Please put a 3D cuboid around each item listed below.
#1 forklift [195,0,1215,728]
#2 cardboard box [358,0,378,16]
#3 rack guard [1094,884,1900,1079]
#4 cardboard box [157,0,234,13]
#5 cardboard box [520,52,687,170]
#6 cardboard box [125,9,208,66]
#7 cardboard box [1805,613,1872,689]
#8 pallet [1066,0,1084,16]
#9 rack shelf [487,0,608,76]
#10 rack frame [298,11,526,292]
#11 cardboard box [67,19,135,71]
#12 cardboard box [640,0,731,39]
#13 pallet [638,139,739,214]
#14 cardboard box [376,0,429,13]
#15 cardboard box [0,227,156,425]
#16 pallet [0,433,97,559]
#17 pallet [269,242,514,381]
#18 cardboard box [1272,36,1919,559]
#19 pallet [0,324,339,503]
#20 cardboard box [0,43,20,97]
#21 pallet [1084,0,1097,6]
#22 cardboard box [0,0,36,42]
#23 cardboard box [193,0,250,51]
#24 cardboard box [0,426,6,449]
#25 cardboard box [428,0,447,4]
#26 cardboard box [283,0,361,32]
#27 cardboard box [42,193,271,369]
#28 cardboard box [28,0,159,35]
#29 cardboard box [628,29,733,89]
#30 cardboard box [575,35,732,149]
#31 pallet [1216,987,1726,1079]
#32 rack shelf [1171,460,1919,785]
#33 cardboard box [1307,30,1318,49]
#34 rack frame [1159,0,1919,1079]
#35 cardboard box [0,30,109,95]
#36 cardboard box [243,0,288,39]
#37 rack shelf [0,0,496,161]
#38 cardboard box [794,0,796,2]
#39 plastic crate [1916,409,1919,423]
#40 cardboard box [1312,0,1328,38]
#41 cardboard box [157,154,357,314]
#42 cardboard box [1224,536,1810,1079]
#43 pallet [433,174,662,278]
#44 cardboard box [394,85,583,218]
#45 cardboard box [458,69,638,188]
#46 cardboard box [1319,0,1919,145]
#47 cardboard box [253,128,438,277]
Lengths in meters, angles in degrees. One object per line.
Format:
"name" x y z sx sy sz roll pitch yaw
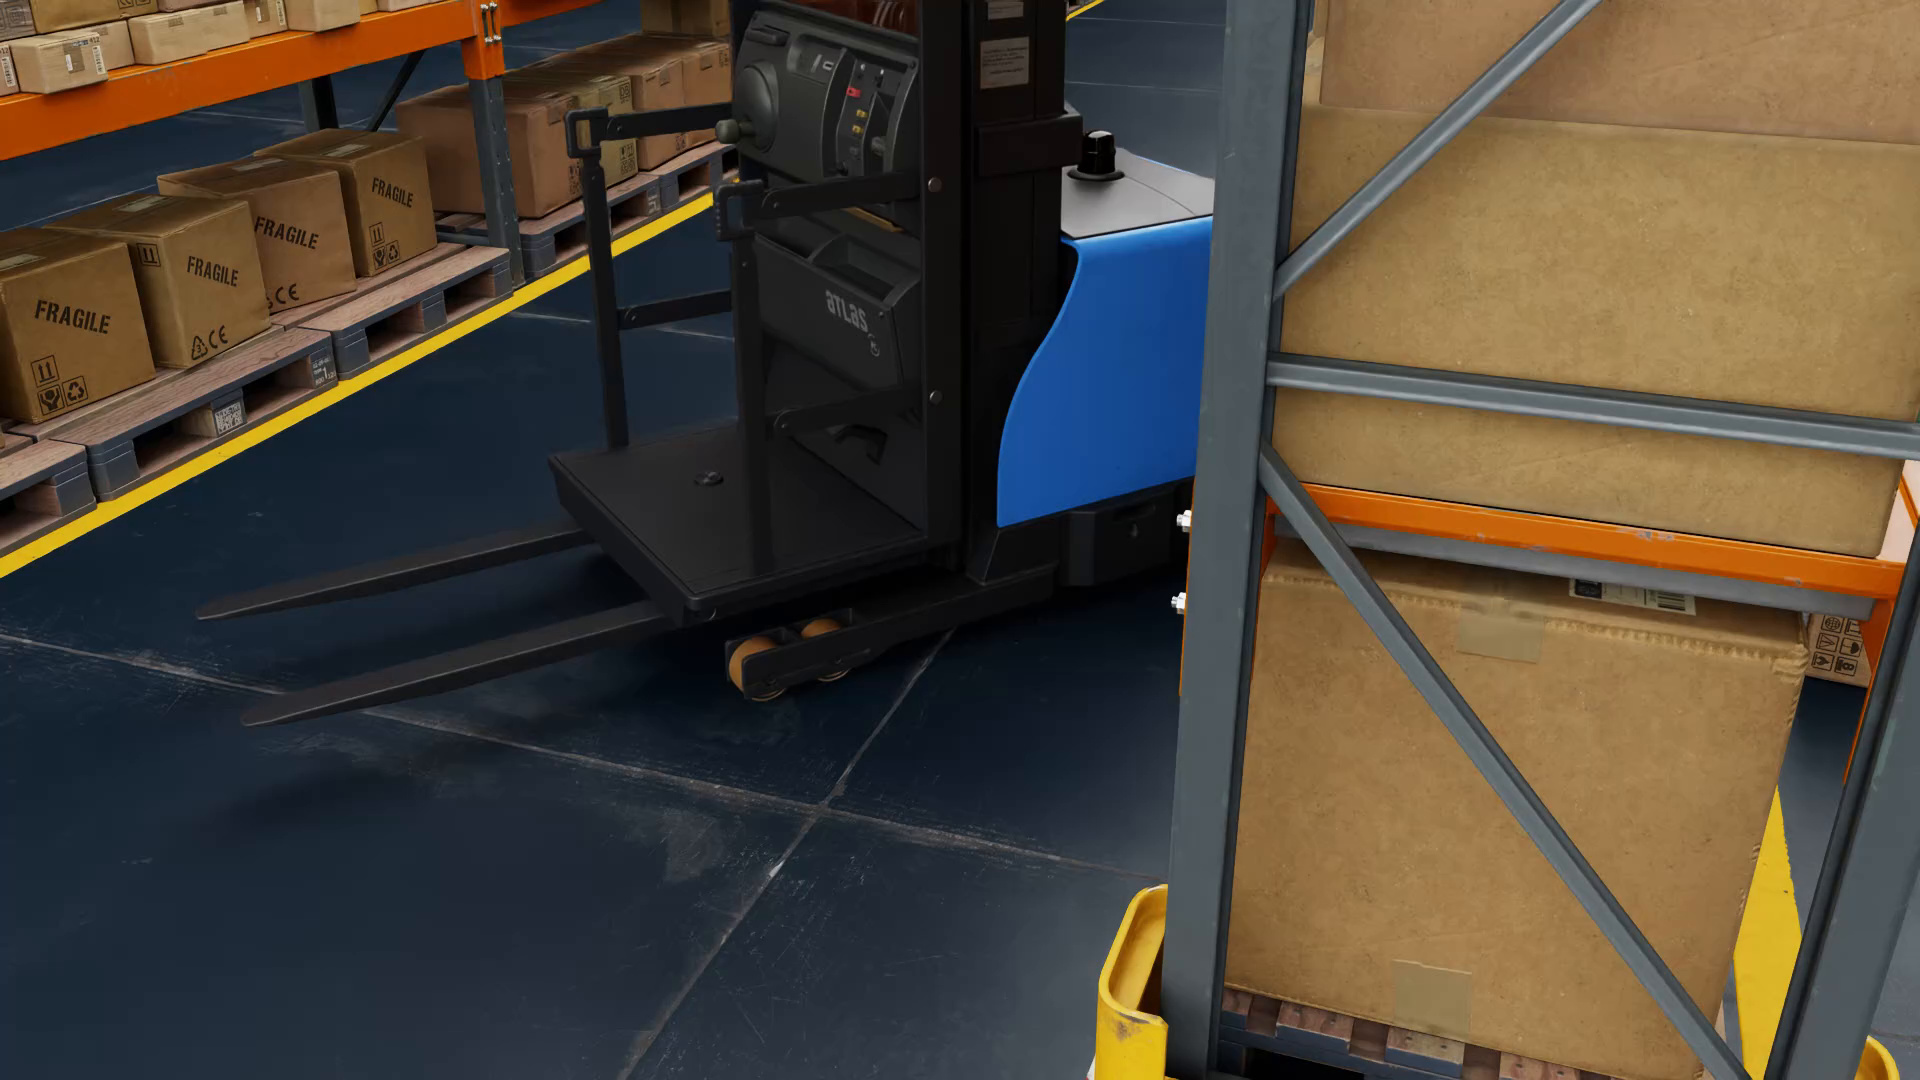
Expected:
"forklift" -0.544 -1.158 4.278 3.031 2.935 1.130 -15 30 -28
"cardboard box" -2.520 -2.133 6.502 0.380 0.149 0.250 9 27 17
"rack guard" 0.810 0.967 2.679 1.175 0.500 0.348 9 27 17
"cardboard box" -2.973 -2.155 5.803 0.875 0.500 0.500 9 27 17
"cardboard box" -1.907 -2.318 8.959 0.700 0.500 0.500 6 27 13
"cardboard box" -2.801 -1.714 5.637 0.380 0.149 0.250 9 27 17
"cardboard box" 2.601 0.099 4.469 0.500 0.500 0.500 14 29 26
"pallet" 0.495 -4.906 15.141 1.003 0.211 1.213 9 27 17
"rack shelf" -1.829 -3.071 8.975 1.077 0.370 4.000 9 27 17
"rack frame" -2.494 -2.573 7.121 1.000 3.000 0.127 9 27 17
"cardboard box" -2.957 -1.623 5.447 0.380 0.149 0.250 9 27 17
"cardboard box" -1.525 -3.128 9.771 0.500 0.250 0.500 12 28 23
"pallet" -1.832 -2.141 9.429 1.003 0.211 1.213 9 27 17
"cardboard box" -2.381 -2.227 6.696 0.380 0.149 0.250 9 27 17
"cardboard box" -3.209 -0.752 5.748 0.500 0.500 0.500 11 28 22
"pallet" -3.496 -0.034 5.077 1.003 0.211 1.213 9 27 17
"pallet" -2.684 -1.036 7.148 1.003 0.211 1.213 9 27 17
"cardboard box" 0.899 -0.394 2.451 0.875 0.550 0.550 9 27 17
"pallet" -3.089 -0.533 6.109 1.003 0.211 1.213 9 27 17
"cardboard box" -3.096 -1.413 5.014 0.380 0.149 0.250 9 27 17
"pallet" 0.899 -5.409 16.180 1.003 0.211 1.213 9 27 17
"cardboard box" -3.356 -1.752 4.970 0.875 0.500 0.500 9 27 17
"cardboard box" -2.751 -1.822 5.859 0.380 0.149 0.250 9 27 17
"cardboard box" -3.435 -0.498 5.222 0.500 0.500 0.500 17 30 31
"cardboard box" -2.288 -2.328 6.905 0.380 0.149 0.250 9 27 17
"cardboard box" -2.499 -2.014 6.256 0.380 0.149 0.250 9 27 17
"cardboard box" -2.981 -0.975 6.208 0.500 0.500 0.500 6 27 13
"cardboard box" -3.179 -1.956 5.391 0.875 0.500 0.500 9 27 17
"cardboard box" -1.540 -2.781 9.916 0.700 0.500 0.500 6 27 13
"cardboard box" -1.722 -2.547 9.432 0.700 0.500 0.500 11 28 22
"pallet" 1.011 0.747 3.465 1.003 0.211 1.213 9 27 17
"rack shelf" 1.484 -0.666 4.009 1.077 0.370 4.000 9 27 17
"cardboard box" 1.062 -0.624 2.924 0.875 0.550 0.550 9 27 17
"rack frame" 0.815 -0.168 2.156 0.949 2.616 0.053 9 27 17
"cardboard box" -2.915 -1.501 5.195 0.380 0.149 0.250 9 27 17
"cardboard box" -2.706 -1.931 6.084 0.380 0.149 0.250 9 27 17
"rack shelf" -3.160 -1.427 5.580 1.077 0.370 4.000 9 27 17
"cardboard box" -0.914 -3.730 11.467 1.225 0.875 0.875 7 27 15
"plastic crate" 3.327 -0.311 5.610 0.662 0.188 0.450 -20 23 -36
"cardboard box" 1.074 -1.108 2.685 0.875 0.550 0.550 9 27 17
"cardboard box" -2.848 -1.241 6.758 0.500 0.500 0.500 19 32 34
"cardboard box" 0.982 0.311 3.122 0.875 0.875 0.875 9 27 18
"pallet" -2.236 -1.638 8.390 1.003 0.211 1.213 9 27 17
"cardboard box" -2.270 -1.895 8.085 0.700 0.500 0.500 7 27 13
"cardboard box" -2.093 -2.088 8.484 0.700 0.500 0.500 9 27 17
"cardboard box" 0.978 -0.868 2.190 0.875 0.550 0.550 9 27 17
"cardboard box" -2.665 -1.478 7.247 0.500 0.500 0.500 8 27 16
